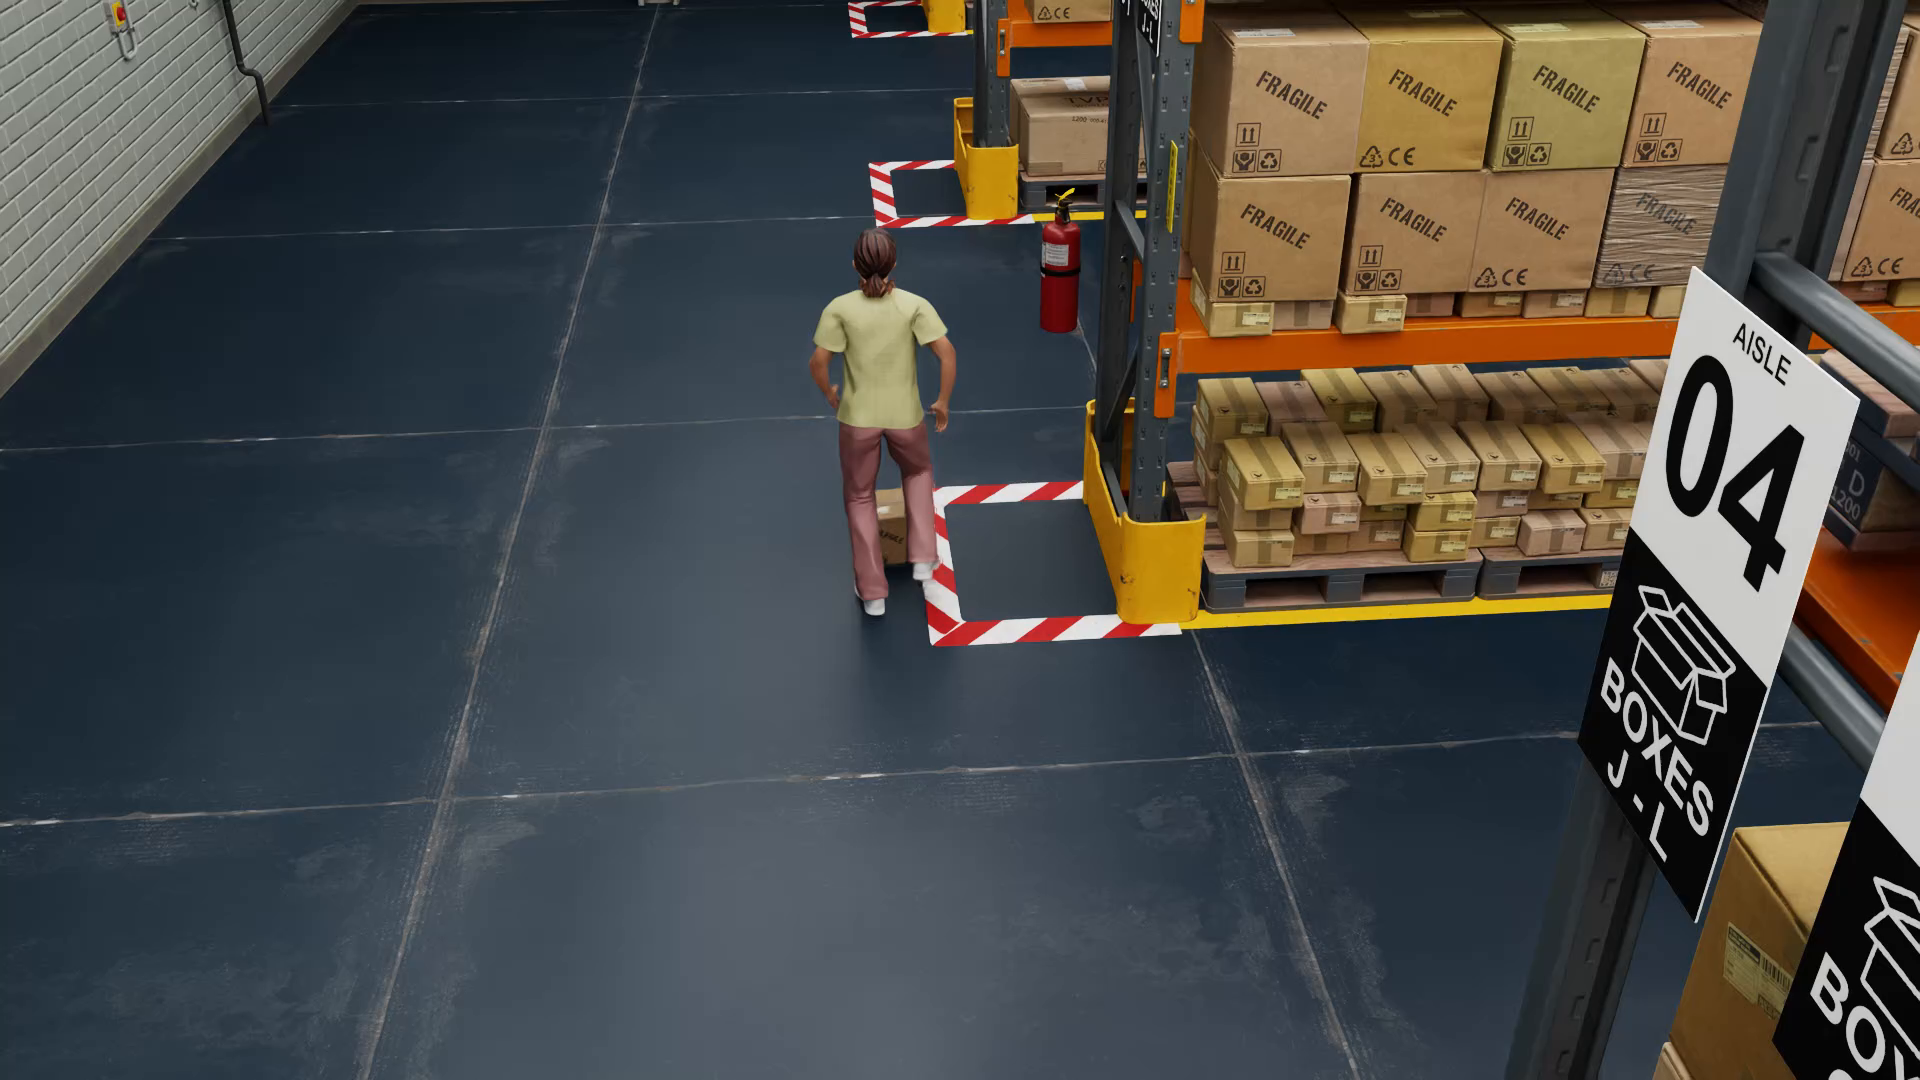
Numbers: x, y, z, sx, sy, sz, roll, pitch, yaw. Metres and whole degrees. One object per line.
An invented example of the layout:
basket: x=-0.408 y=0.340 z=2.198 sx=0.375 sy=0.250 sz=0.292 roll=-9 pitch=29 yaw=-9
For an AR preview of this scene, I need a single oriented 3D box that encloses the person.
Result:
person: x=-0.319 y=-0.494 z=7.016 sx=0.604 sy=1.600 sz=0.547 roll=-5 pitch=32 yaw=-8
